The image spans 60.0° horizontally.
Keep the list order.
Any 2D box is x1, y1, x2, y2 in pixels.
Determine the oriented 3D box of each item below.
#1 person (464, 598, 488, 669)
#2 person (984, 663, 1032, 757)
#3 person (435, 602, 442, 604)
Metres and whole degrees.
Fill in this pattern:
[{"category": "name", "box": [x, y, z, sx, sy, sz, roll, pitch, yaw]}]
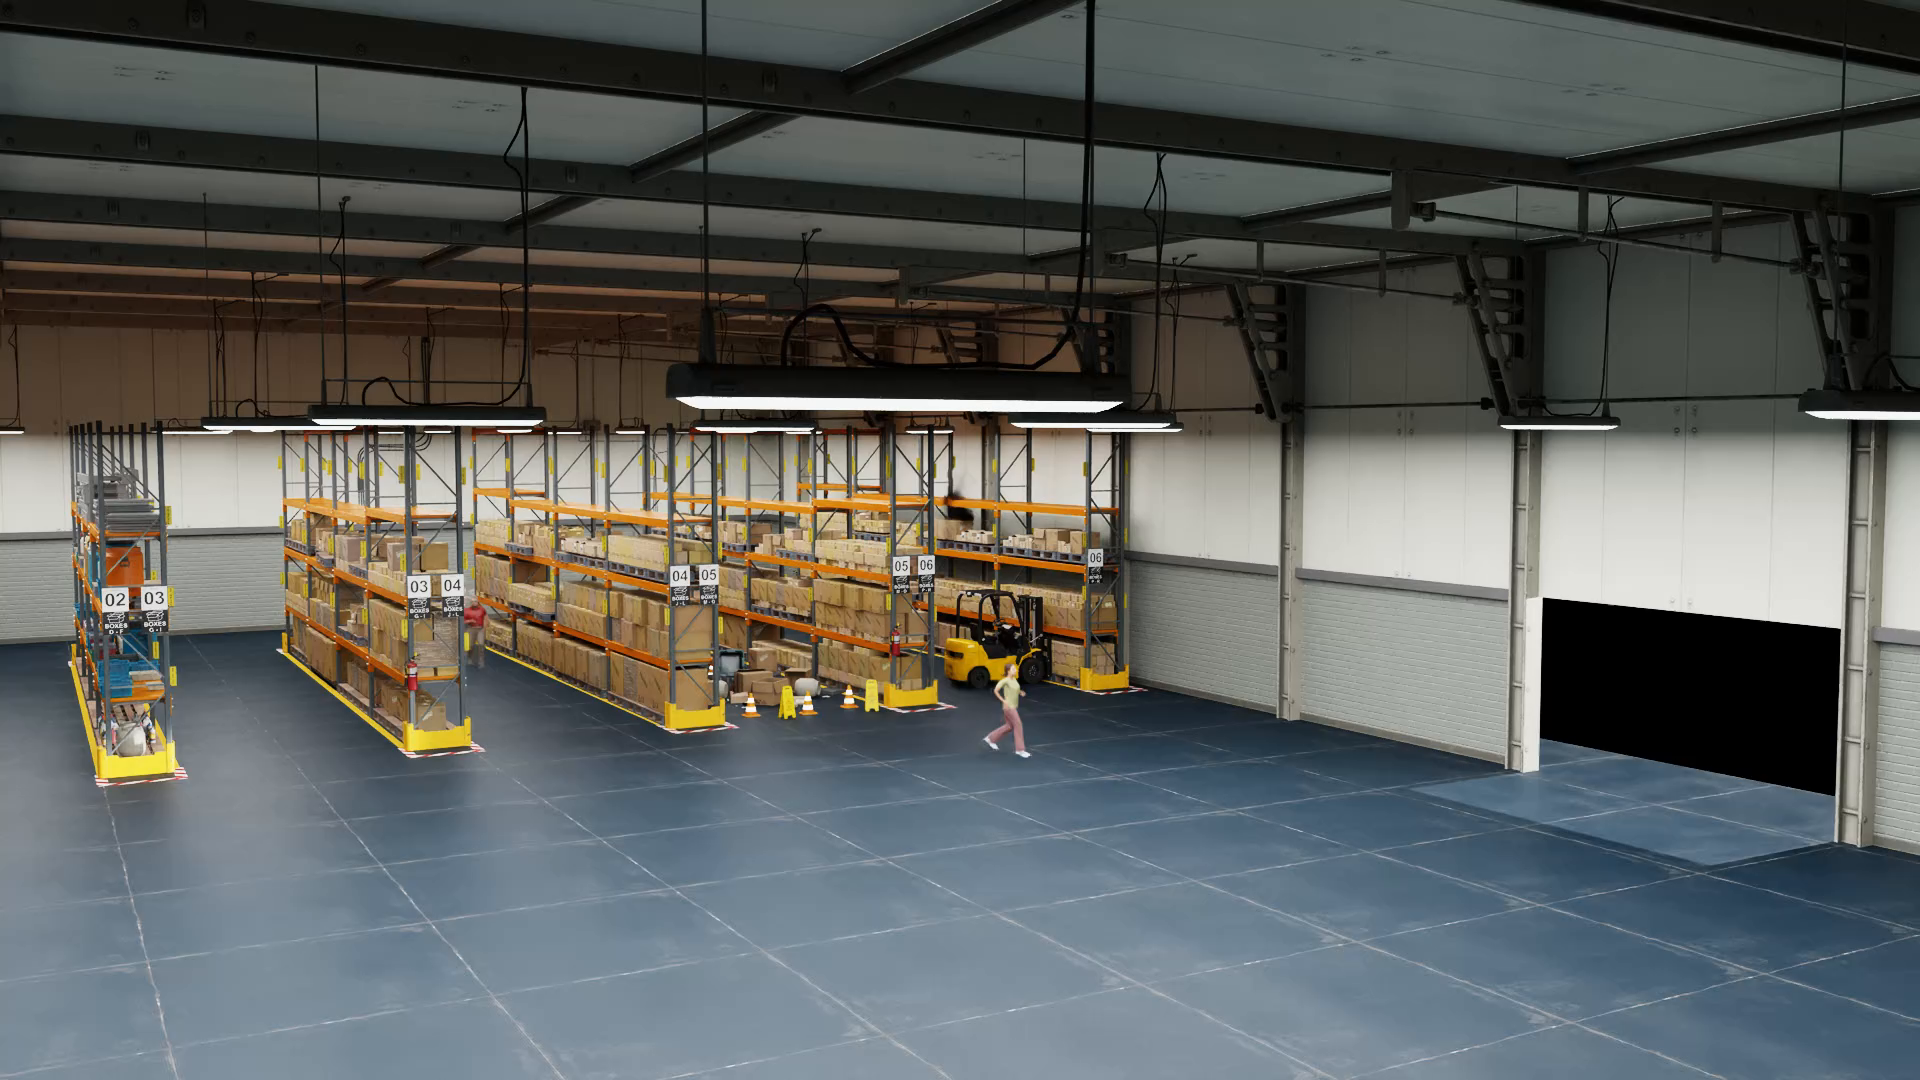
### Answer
[{"category": "person", "box": [-12.070, 2.305, 41.384, 0.629, 1.739, 0.977, -2, 4, -25]}, {"category": "person", "box": [0.876, 3.039, 29.924, 0.891, 1.681, 0.564, 1, 4, 20]}, {"category": "person", "box": [-14.625, 2.044, 46.083, 0.707, 1.630, 0.864, 0, 4, -4]}]
